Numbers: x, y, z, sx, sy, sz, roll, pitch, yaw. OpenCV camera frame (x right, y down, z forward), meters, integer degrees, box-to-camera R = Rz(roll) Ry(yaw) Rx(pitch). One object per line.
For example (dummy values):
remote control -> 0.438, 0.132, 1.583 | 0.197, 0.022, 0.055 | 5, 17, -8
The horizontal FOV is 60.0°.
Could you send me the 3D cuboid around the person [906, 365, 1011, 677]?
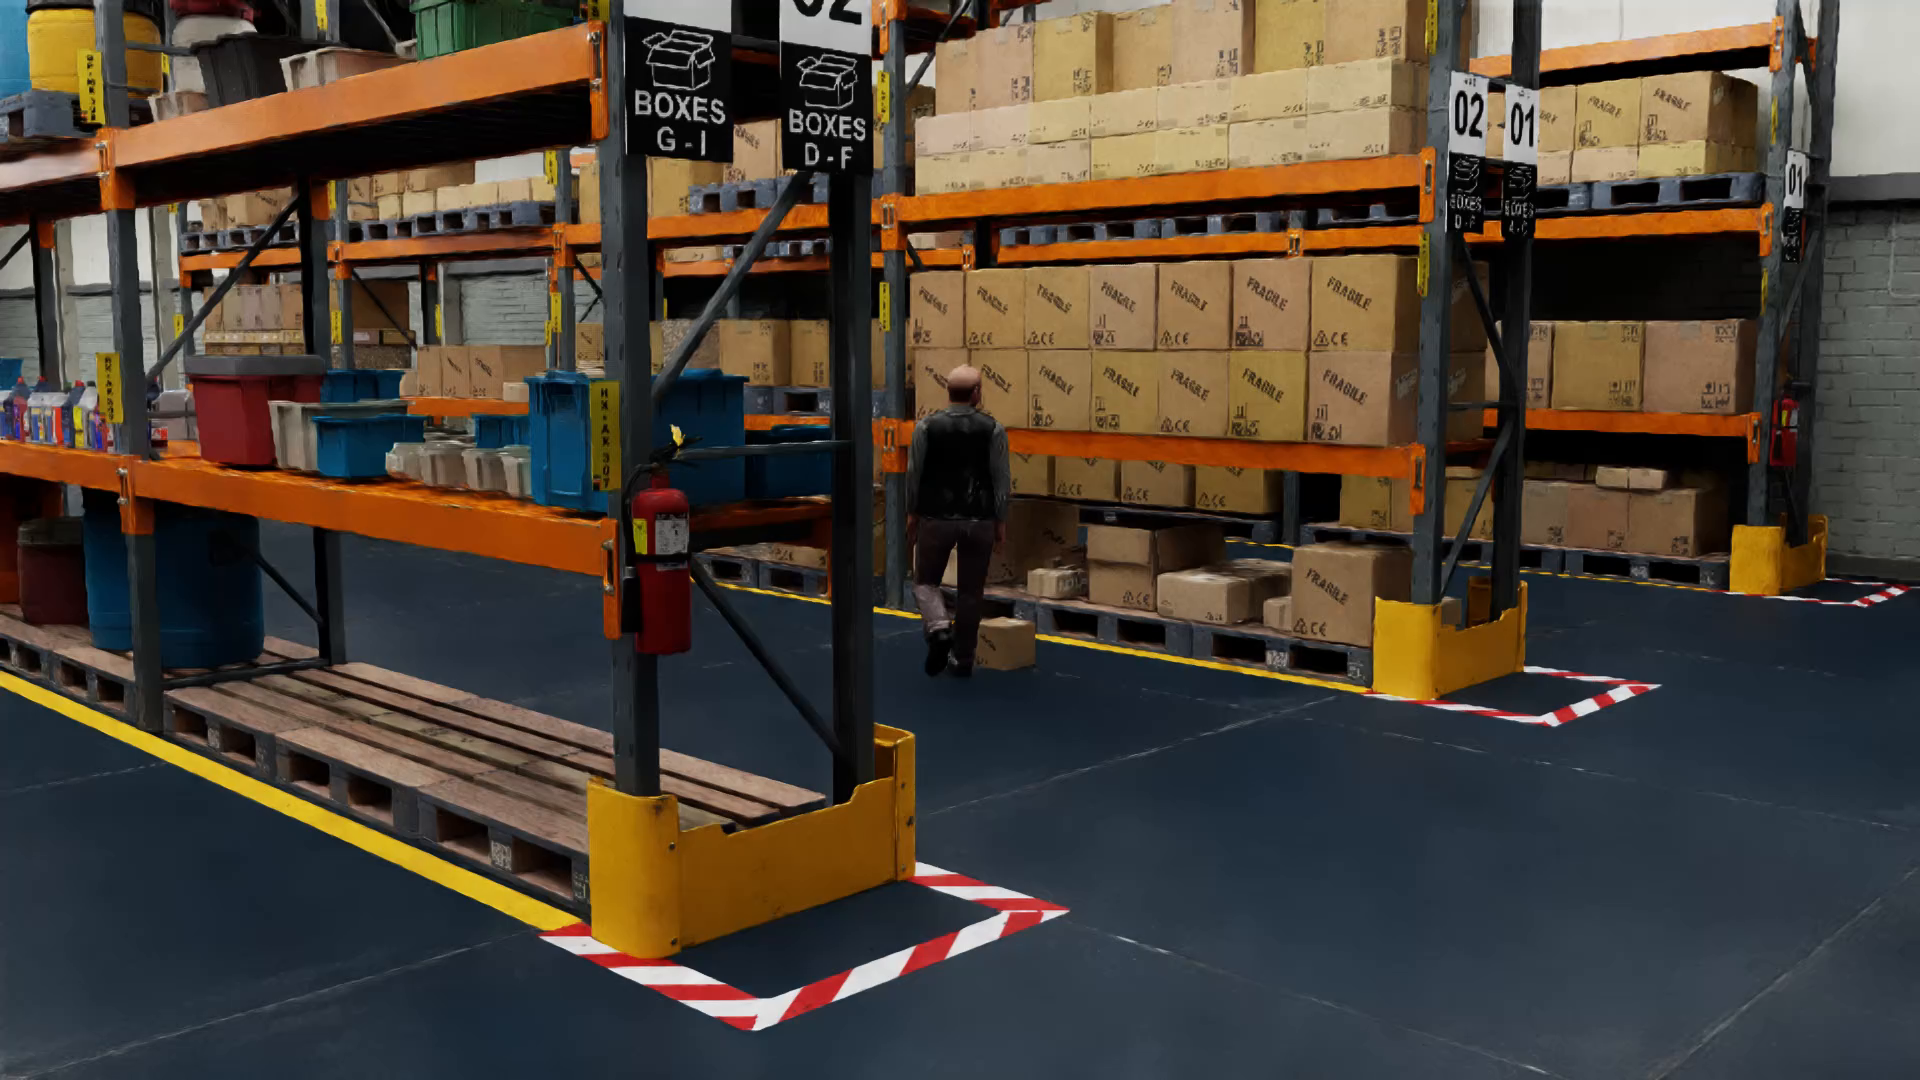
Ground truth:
person -> -0.010, -0.074, 8.974 | 0.563, 1.717, 0.692 | 0, 7, -2
